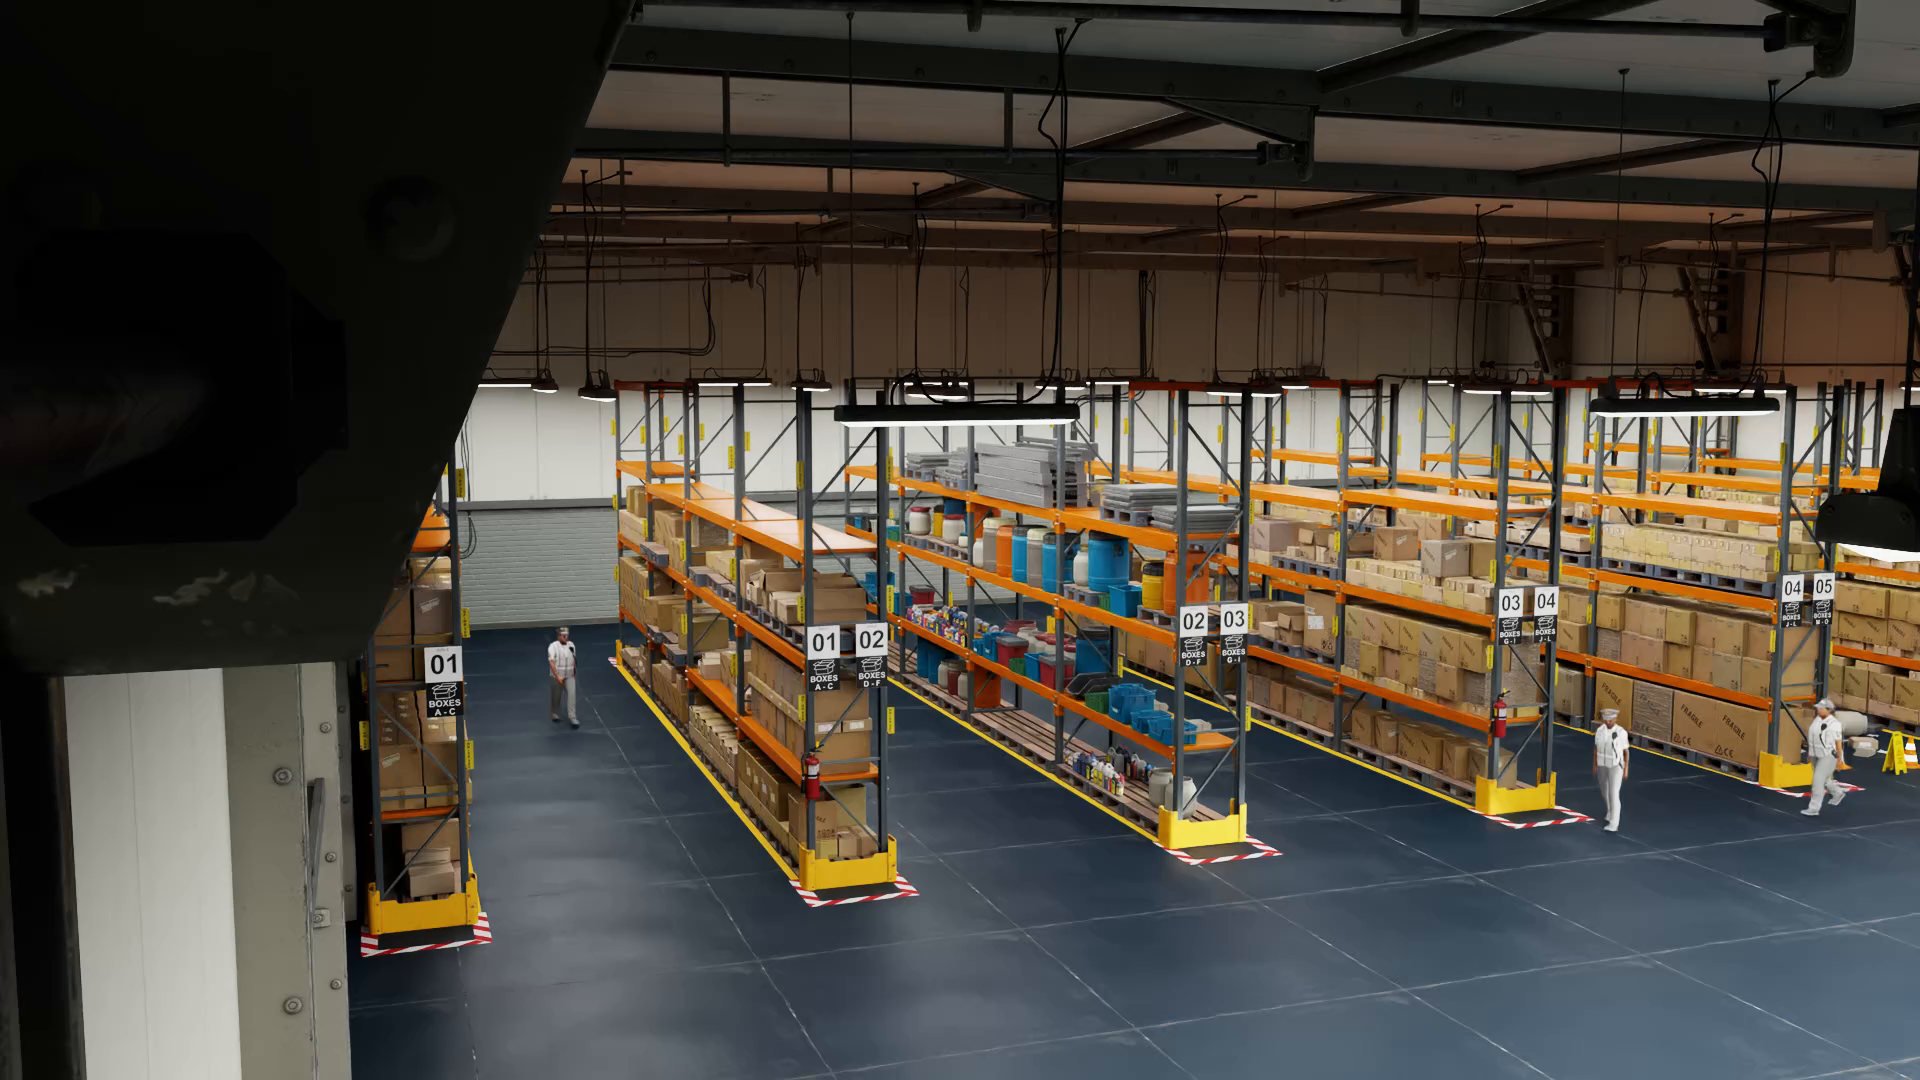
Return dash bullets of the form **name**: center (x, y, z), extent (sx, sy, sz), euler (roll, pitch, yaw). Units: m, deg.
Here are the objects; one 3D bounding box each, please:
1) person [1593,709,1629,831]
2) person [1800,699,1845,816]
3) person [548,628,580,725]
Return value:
- **person**: center (8.931, 3.119, 22.786), extent (0.821, 1.627, 0.513), euler (-5, 8, -37)
- **person**: center (12.222, 3.040, 23.428), extent (0.962, 1.620, 0.480), euler (-2, 6, -19)
- **person**: center (-6.952, 2.377, 29.252), extent (0.547, 1.694, 1.028), euler (-4, 7, -33)
